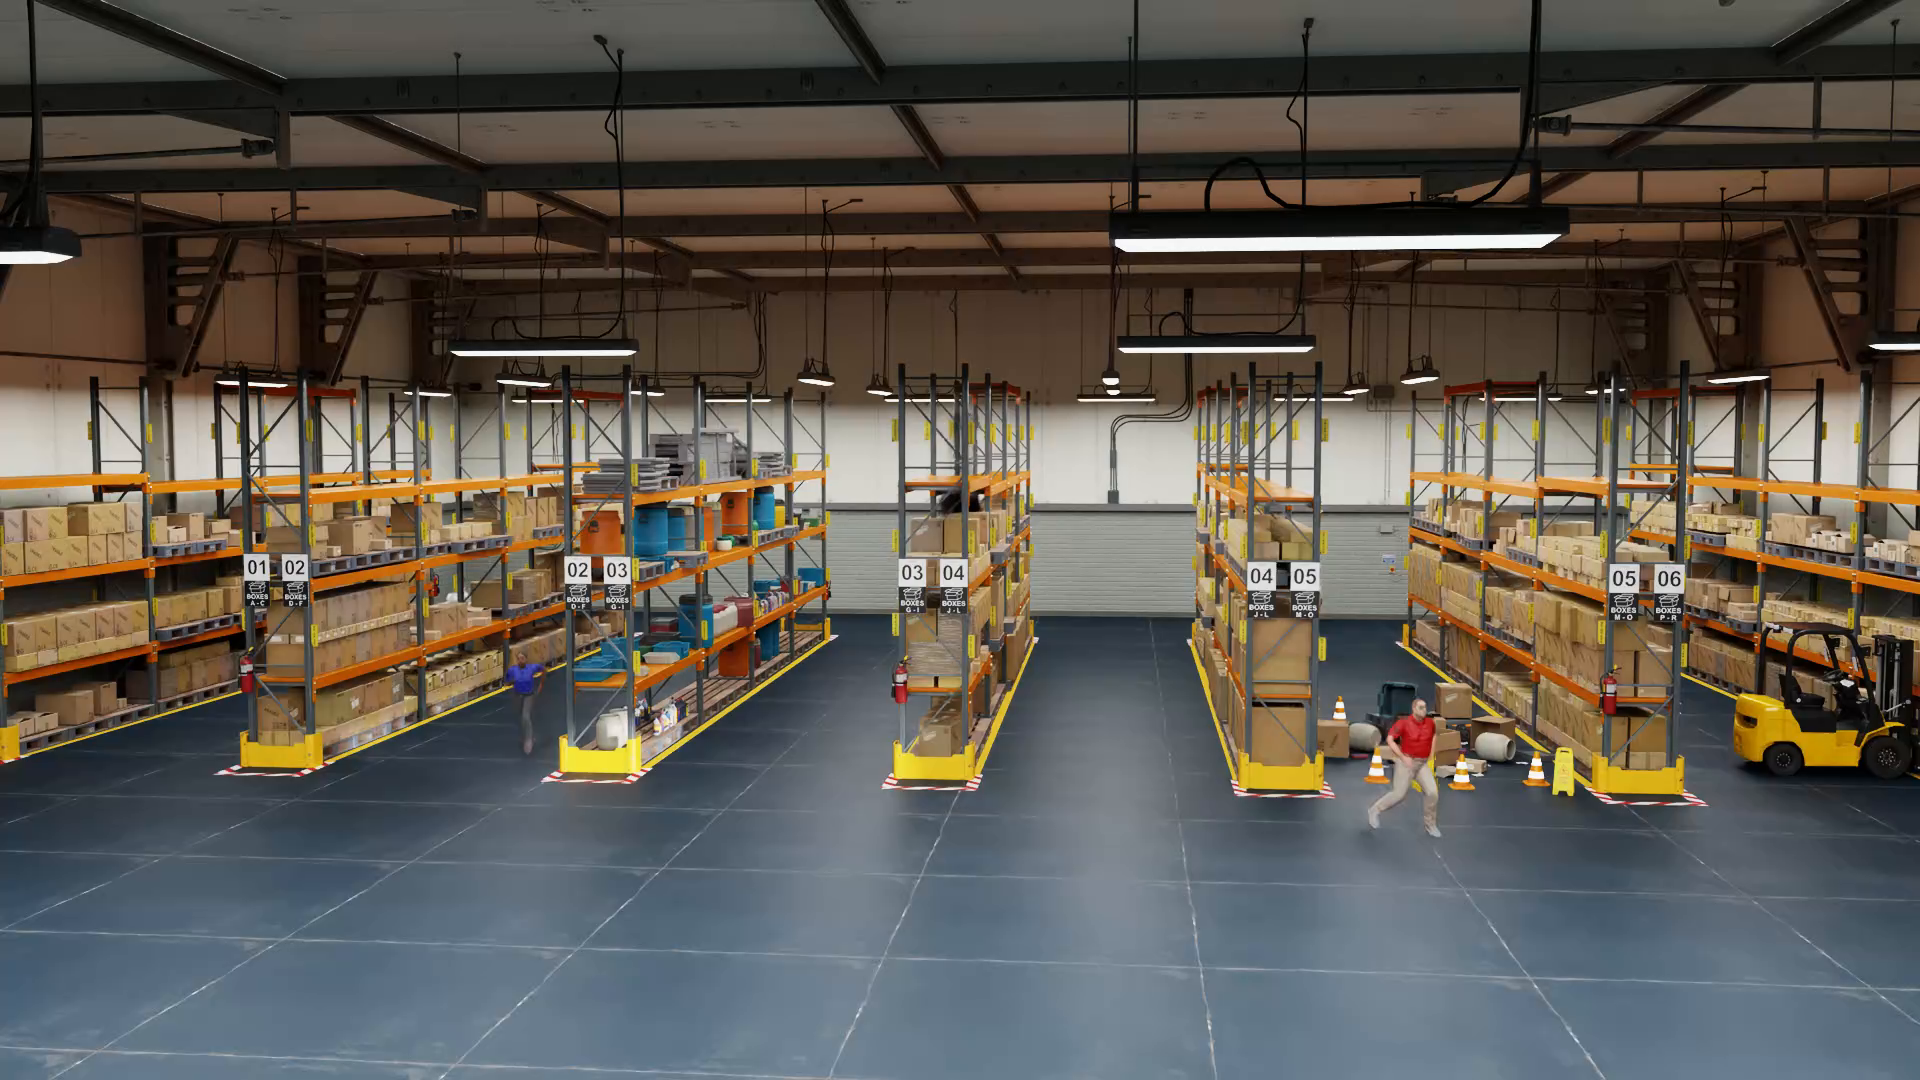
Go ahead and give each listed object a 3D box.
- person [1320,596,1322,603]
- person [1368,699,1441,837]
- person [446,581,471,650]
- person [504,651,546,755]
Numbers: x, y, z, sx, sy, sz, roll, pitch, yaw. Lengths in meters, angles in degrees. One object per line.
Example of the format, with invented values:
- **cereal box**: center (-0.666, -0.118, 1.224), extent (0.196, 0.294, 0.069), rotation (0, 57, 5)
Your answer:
- **person**: center (7.950, 1.691, 38.087), extent (0.691, 1.737, 0.633), rotation (-1, 4, -10)
- **person**: center (5.634, 2.846, 20.844), extent (0.897, 1.737, 0.735), rotation (-2, 4, -24)
- **person**: center (-11.478, 1.748, 38.025), extent (0.629, 1.680, 0.677), rotation (0, 4, -1)
- **person**: center (-6.805, 2.527, 26.055), extent (0.565, 1.612, 0.894), rotation (0, 4, 2)
